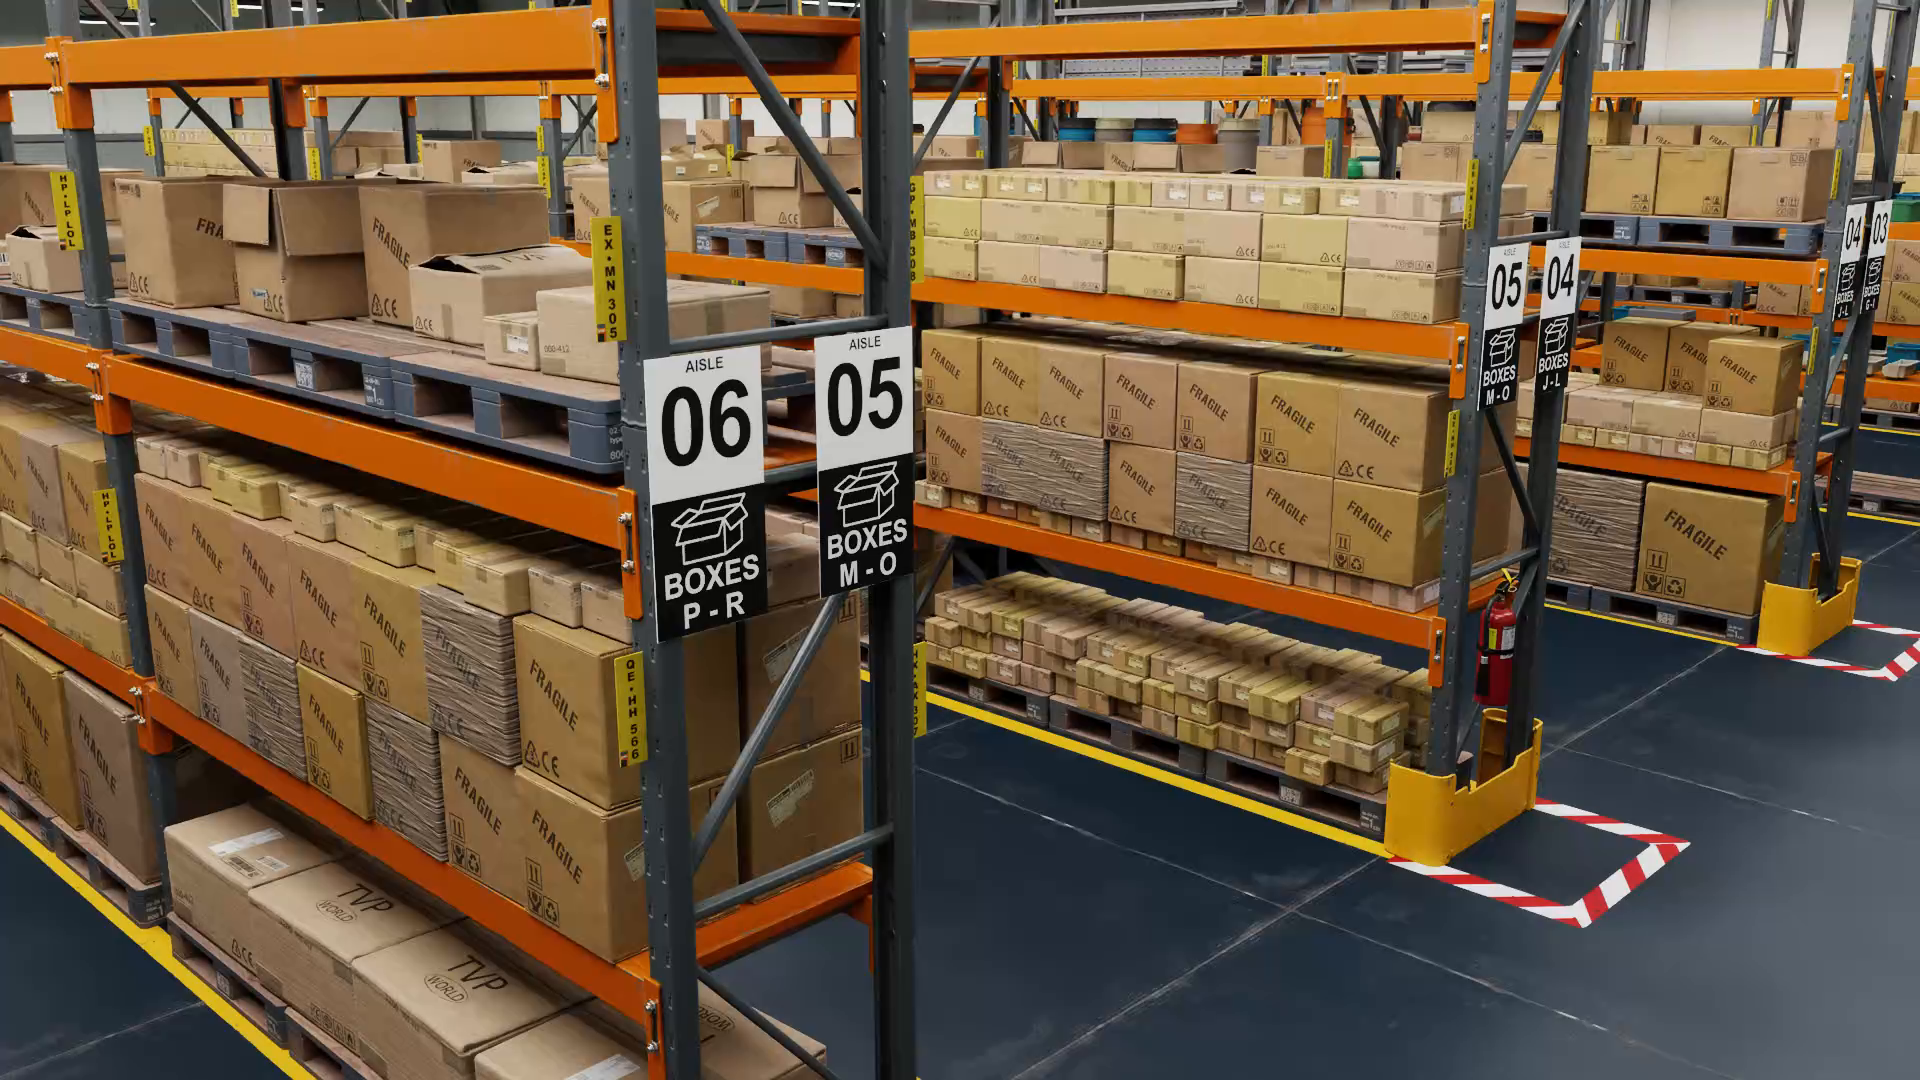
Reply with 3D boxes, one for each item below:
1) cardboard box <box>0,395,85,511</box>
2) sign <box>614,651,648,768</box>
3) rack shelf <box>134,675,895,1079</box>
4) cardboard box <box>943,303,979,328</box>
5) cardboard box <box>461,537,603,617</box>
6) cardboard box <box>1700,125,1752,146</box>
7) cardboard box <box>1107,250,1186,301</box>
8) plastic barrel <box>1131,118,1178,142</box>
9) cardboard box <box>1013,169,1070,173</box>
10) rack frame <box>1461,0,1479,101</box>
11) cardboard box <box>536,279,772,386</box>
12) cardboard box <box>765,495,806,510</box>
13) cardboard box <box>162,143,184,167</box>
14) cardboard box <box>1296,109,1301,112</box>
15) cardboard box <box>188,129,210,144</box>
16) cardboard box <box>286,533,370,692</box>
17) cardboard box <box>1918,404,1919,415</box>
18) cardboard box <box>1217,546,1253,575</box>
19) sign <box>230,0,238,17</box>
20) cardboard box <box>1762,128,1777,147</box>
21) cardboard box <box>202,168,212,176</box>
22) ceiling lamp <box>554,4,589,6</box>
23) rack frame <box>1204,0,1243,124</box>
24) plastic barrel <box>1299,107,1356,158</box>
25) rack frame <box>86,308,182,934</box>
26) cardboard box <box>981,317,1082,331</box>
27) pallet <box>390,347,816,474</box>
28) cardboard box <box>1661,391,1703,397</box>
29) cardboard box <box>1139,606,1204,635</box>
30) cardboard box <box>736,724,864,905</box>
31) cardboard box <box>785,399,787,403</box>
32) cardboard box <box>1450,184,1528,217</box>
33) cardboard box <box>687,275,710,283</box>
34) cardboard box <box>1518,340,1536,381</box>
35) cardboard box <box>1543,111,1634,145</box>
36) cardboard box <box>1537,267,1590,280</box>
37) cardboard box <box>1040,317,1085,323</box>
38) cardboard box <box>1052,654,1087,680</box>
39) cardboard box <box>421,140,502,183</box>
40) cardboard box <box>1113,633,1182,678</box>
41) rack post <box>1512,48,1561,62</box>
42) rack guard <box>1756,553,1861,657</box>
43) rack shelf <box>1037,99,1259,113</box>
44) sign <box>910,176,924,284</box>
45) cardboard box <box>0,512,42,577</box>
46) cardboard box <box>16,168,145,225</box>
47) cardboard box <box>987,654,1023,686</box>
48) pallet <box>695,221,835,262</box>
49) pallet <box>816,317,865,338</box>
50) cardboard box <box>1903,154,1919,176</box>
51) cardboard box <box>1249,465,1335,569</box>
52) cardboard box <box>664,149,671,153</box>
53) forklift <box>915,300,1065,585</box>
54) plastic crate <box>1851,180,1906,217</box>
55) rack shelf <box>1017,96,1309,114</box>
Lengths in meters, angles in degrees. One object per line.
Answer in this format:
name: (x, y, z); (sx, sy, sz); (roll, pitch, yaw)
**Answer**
cardboard box: (-5.025, -0.476, 8.947); (0.500, 0.500, 0.500); (14, 20, 43)
sign: (-0.925, 0.479, 4.695); (0.005, 0.325, 0.100); (14, 20, 42)
rack shelf: (-1.978, 1.056, 6.674); (4.000, 0.370, 1.077); (14, 20, 42)
cardboard box: (0.165, -2.479, 17.786); (0.500, 0.500, 0.500); (11, 18, 35)
cardboard box: (-1.379, 0.116, 5.389); (0.250, 0.149, 0.380); (13, 20, 42)
cardboard box: (10.028, -5.091, 21.661); (0.600, 0.600, 0.600); (11, 18, 37)
cardboard box: (1.197, -1.535, 9.541); (0.500, 0.250, 0.500); (-13, 20, -42)
plastic barrel: (2.598, -5.155, 22.143); (0.708, 0.901, 0.600); (14, 20, 42)
cardboard box: (0.558, -2.322, 10.779); (0.380, 0.149, 0.250); (-14, 20, -43)
rack frame: (7.460, -6.841, 23.658); (0.127, 3.000, 1.000); (14, 20, 42)
cardboard box: (-0.925, -0.635, 5.054); (0.500, 0.250, 0.500); (11, 18, 37)
cardboard box: (-1.517, -0.181, 12.634); (0.500, 0.250, 0.500); (13, 19, 40)
cardboard box: (-8.524, -4.302, 18.537); (0.500, 0.250, 0.500); (14, 20, 42)
cardboard box: (6.725, -7.930, 31.566); (0.500, 0.500, 0.500); (14, 20, 42)
cardboard box: (-8.128, -4.376, 18.033); (0.250, 0.149, 0.380); (14, 20, 43)
cardboard box: (-2.161, 0.223, 6.263); (0.500, 0.500, 0.500); (13, 20, 42)
cardboard box: (11.994, -1.642, 20.185); (0.500, 0.250, 0.500); (14, 20, 42)
cardboard box: (1.681, 0.075, 9.513); (0.250, 0.149, 0.380); (13, 19, 40)
sign: (-8.306, -6.148, 18.987); (0.005, 0.325, 0.100); (14, 20, 42)
cardboard box: (12.772, -6.110, 25.732); (0.500, 0.500, 0.700); (13, 20, 41)
cardboard box: (-7.942, -3.945, 17.959); (0.250, 0.149, 0.380); (14, 20, 42)
ceiling lamp: (-9.459, -14.080, 39.862); (0.800, 3.185, 2.000); (14, 20, 42)
rack frame: (5.137, -9.141, 32.485); (0.127, 3.000, 1.000); (14, 20, 42)
plastic barrel: (4.426, -4.802, 20.098); (0.708, 0.830, 0.600); (14, 20, 42)
rack frame: (-3.418, 0.358, 7.926); (0.127, 3.000, 1.000); (14, 20, 42)
cardboard box: (0.472, -1.201, 11.139); (0.500, 0.500, 0.500); (13, 19, 40)
pallet: (-1.079, -0.478, 5.363); (1.213, 0.211, 1.003); (14, 20, 42)
cardboard box: (5.804, -1.035, 12.979); (0.500, 0.250, 0.500); (13, 20, 42)
cardboard box: (1.372, 0.560, 10.791); (0.250, 0.149, 0.380); (13, 19, 40)
cardboard box: (-0.684, 0.874, 5.749); (0.500, 0.500, 0.500); (13, 20, 42)
cardboard box: (-1.045, -0.954, 12.039); (0.250, 0.149, 0.380); (13, 19, 40)
cardboard box: (2.750, -1.770, 8.659); (0.250, 0.149, 0.380); (13, 20, 42)
cardboard box: (-2.915, -3.217, 20.859); (0.500, 0.500, 0.875); (14, 20, 42)
cardboard box: (4.355, -1.567, 13.534); (0.500, 0.500, 0.500); (13, 19, 40)
cardboard box: (4.893, -3.210, 12.956); (0.500, 0.250, 0.500); (13, 19, 40)
cardboard box: (8.518, -3.905, 23.257); (0.700, 0.500, 0.500); (-10, 18, -34)
cardboard box: (1.115, -1.965, 16.643); (0.500, 0.500, 0.500); (13, 19, 41)
cardboard box: (0.803, 0.760, 10.615); (0.380, 0.149, 0.250); (-13, 20, -42)
cardboard box: (-4.380, -3.263, 14.645); (0.500, 0.500, 0.500); (14, 20, 42)
cardboard box: (1.157, 0.707, 10.231); (0.250, 0.149, 0.380); (14, 20, 42)
rack post: (6.314, -5.359, 18.121); (0.954, 0.300, 0.937); (13, 20, 41)
rack guard: (6.358, 0.473, 12.442); (0.348, 0.500, 1.175); (14, 20, 42)
rack shelf: (3.141, -7.350, 27.830); (4.000, 0.370, 1.077); (14, 20, 42)
sign: (-0.149, -0.954, 5.124); (0.005, 0.325, 0.100); (14, 20, 42)
cardboard box: (-4.646, -0.020, 8.683); (0.500, 0.250, 0.500); (-14, 20, -43)
cardboard box: (-4.827, -1.789, 9.187); (0.500, 0.500, 0.500); (14, 20, 43)
cardboard box: (0.391, 0.821, 10.971); (0.250, 0.149, 0.380); (14, 20, 42)
pallet: (-1.174, -2.227, 12.271); (1.003, 0.211, 1.213); (14, 20, 42)
pallet: (-0.872, -2.387, 18.842); (1.213, 0.211, 1.003); (14, 20, 42)
cardboard box: (11.590, -4.464, 19.792); (0.500, 0.250, 0.500); (14, 20, 42)
cardboard box: (1.956, -0.173, 9.178); (0.500, 0.500, 0.500); (13, 20, 41)
cardboard box: (-2.462, -3.105, 13.551); (0.258, 0.266, 0.396); (14, 20, 42)
forklift: (0.136, -1.249, 14.230); (1.130, 2.935, 3.031); (-4, 15, -14)
plastic crate: (8.869, -3.378, 16.441); (0.767, 0.338, 0.504); (14, 20, 42)
rack shelf: (2.580, -5.751, 21.695); (4.000, 0.370, 1.077); (14, 20, 42)
